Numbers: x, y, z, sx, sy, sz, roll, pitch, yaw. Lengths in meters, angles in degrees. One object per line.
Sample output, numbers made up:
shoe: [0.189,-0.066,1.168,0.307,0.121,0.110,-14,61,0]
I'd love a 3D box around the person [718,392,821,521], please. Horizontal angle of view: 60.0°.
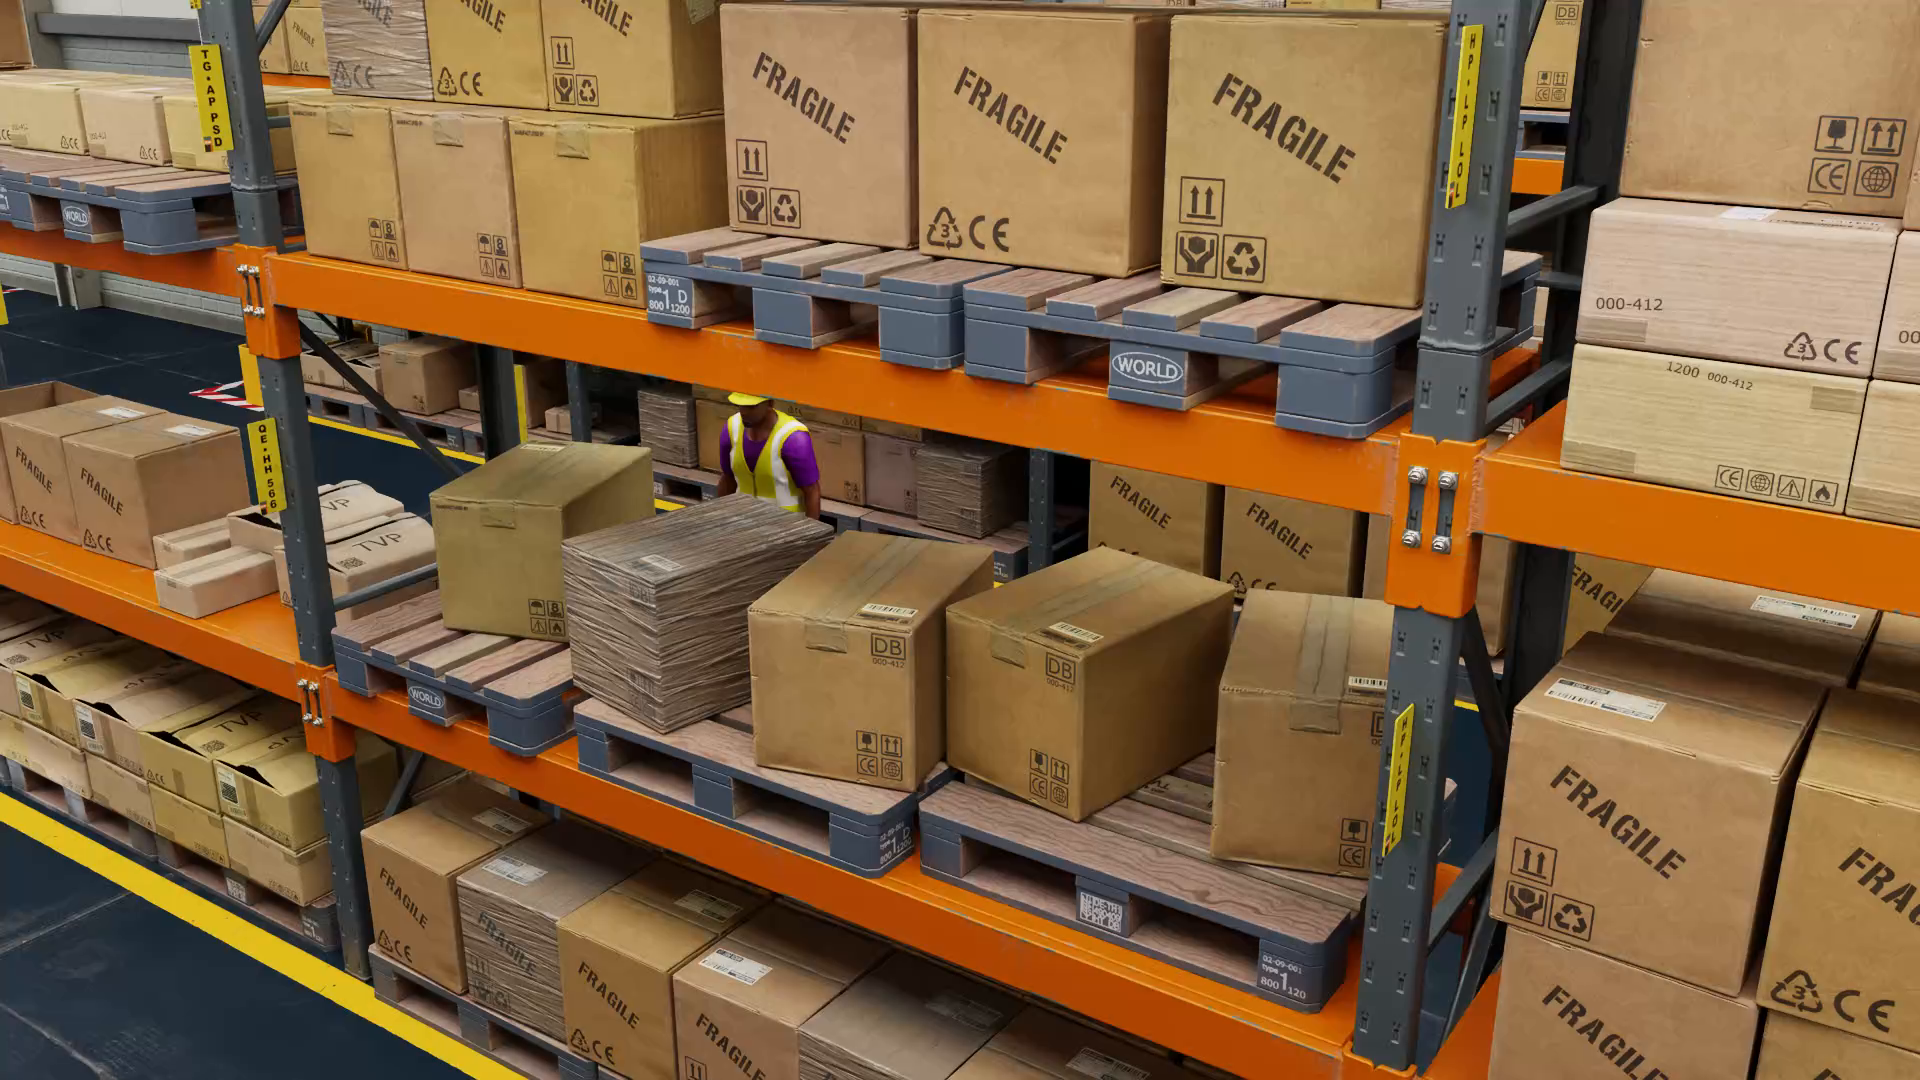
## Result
person: [-1.020,-0.055,8.705,0.634,1.755,0.461,11,23,29]
